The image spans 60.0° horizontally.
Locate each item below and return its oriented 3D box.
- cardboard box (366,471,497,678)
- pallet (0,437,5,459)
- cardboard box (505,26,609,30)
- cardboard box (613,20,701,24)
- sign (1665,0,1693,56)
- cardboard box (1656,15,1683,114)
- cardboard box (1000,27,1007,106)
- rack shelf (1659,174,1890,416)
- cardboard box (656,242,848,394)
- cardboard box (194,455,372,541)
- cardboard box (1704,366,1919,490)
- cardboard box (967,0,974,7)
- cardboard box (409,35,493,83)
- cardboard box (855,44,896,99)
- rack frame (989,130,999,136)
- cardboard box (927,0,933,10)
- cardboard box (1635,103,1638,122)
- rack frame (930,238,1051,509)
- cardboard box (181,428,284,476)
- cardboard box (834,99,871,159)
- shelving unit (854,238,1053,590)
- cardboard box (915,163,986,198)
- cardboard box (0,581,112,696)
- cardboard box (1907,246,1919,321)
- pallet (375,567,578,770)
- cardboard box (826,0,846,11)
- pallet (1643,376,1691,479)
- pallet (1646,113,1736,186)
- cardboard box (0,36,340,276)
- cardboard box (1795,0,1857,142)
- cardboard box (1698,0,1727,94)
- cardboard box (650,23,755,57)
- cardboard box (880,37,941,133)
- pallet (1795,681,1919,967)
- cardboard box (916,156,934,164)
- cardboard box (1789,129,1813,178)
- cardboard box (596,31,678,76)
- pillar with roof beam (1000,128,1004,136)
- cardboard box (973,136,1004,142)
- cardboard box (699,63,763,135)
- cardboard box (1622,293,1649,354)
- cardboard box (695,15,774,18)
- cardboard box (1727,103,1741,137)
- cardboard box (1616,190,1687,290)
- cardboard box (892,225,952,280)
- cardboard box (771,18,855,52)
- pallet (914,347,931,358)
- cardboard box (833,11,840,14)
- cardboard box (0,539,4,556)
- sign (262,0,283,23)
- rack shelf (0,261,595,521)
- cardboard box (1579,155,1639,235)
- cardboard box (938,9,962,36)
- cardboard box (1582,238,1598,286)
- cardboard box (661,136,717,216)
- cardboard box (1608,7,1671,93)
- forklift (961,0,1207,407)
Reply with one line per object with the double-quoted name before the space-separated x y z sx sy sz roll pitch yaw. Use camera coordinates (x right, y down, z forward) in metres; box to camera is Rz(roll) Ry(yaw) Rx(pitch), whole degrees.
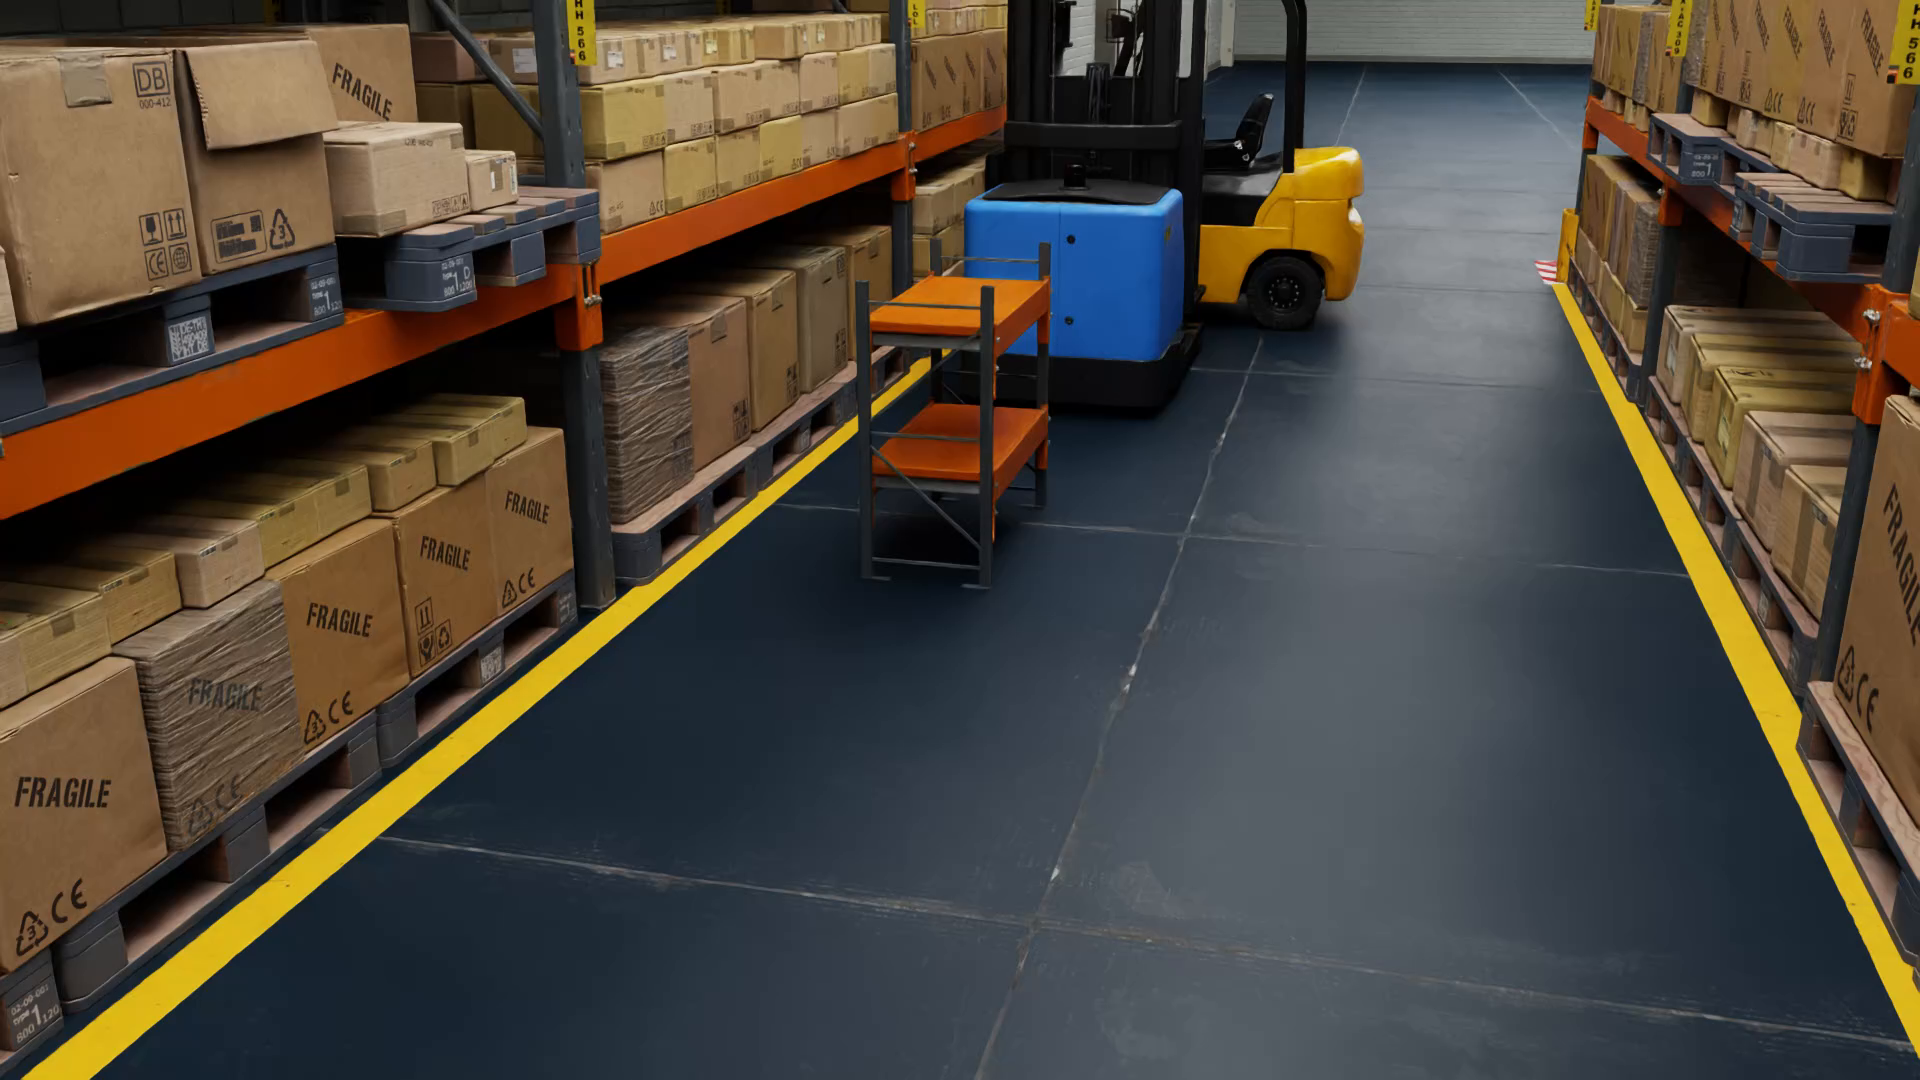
"cardboard box" -1.773 0.072 5.054 0.500 0.500 0.500 4 19 13
"pallet" -2.422 -0.115 2.681 1.003 0.211 1.213 5 19 13
"cardboard box" -1.653 -2.016 6.790 0.380 0.149 0.250 5 19 13
"cardboard box" -1.425 -2.337 7.732 0.380 0.149 0.250 5 19 13
"sign" 3.518 -2.531 8.118 0.100 0.325 0.005 5 19 13
"cardboard box" 3.913 -2.428 8.540 0.500 0.500 0.500 4 19 12
"cardboard box" 0.083 -3.275 11.481 0.500 0.500 0.500 4 19 12
"rack shelf" 3.557 -1.114 6.420 1.077 0.370 4.000 5 19 13
"cardboard box" -1.082 -1.140 8.408 0.875 0.625 0.625 4 19 13
"cardboard box" -1.873 -0.120 4.612 0.380 0.149 0.250 5 20 15
"cardboard box" 3.580 -0.428 6.715 0.950 0.372 0.625 5 20 15
"cardboard box" -0.121 -3.533 10.772 0.380 0.149 0.250 5 19 14
"cardboard box" -1.862 -1.690 5.837 0.380 0.149 0.250 5 20 15
"cardboard box" -0.640 -2.463 8.717 0.500 0.250 0.500 4 19 12
"rack frame" 0.209 -3.725 12.954 1.000 3.000 0.127 5 19 13
"cardboard box" -0.373 -3.213 9.835 0.380 0.149 0.250 4 19 12
"cardboard box" 4.165 -2.483 9.706 0.380 0.149 0.250 4 19 12
"rack frame" 0.123 -0.690 6.966 0.500 1.125 0.032 5 19 13
"cardboard box" -2.249 -0.237 4.953 0.380 0.149 0.250 5 19 14
"cardboard box" -0.755 -2.064 8.322 0.500 0.250 0.500 5 19 13
"shelving unit" -0.002 -0.530 6.500 0.538 1.125 1.048 5 19 13
"cardboard box" -0.101 -2.286 10.796 0.500 0.250 0.500 5 20 15
"cardboard box" -2.119 0.207 3.654 0.380 0.149 0.250 5 20 15
"cardboard box" 2.705 -0.623 4.102 0.500 0.250 0.500 4 19 12
"pallet" -1.965 0.333 5.387 1.003 0.211 1.213 5 19 13
"cardboard box" -0.882 -3.166 9.698 0.380 0.149 0.250 4 19 12
"pallet" 3.857 -0.517 7.875 1.003 0.211 1.213 5 19 13
"pallet" 3.718 -1.762 7.503 1.003 0.211 1.213 5 19 13
"cardboard box" -1.965 -0.939 3.988 0.797 0.503 0.637 4 19 12
"cardboard box" 3.026 -1.541 5.295 0.500 0.500 0.500 4 19 13
"cardboard box" 3.531 -2.186 7.183 0.500 0.500 0.500 5 19 14
"cardboard box" -1.107 -2.143 7.164 0.380 0.149 0.250 5 19 13
"cardboard box" -0.407 -2.638 9.614 0.500 0.500 0.500 4 19 12
"pallet" 2.803 0.734 4.213 1.003 0.211 1.213 5 19 13
"cardboard box" -0.475 -2.488 11.387 0.500 0.250 0.500 4 19 12
"cardboard box" 3.003 -1.279 5.530 0.380 0.149 0.250 4 19 11
"cardboard box" -1.280 -1.815 6.203 0.380 0.149 0.250 5 20 15
"pillar with roof beam" 4.805 -7.958 16.064 9.100 9.000 0.400 5 19 13
"cardboard box" 0.399 -2.927 12.674 0.500 0.250 0.500 5 20 15
"cardboard box" -1.131 -1.823 6.842 0.500 0.250 0.500 4 19 12
"cardboard box" 3.930 -1.185 9.120 0.500 0.250 0.500 6 20 16
"cardboard box" -1.179 -2.653 8.656 0.380 0.149 0.250 4 19 12
"cardboard box" 3.436 -1.763 6.947 0.380 0.149 0.250 5 19 14
"cardboard box" 4.053 -1.700 9.467 0.500 0.500 0.500 5 19 14
"cardboard box" -0.351 -1.733 9.952 0.500 0.250 0.500 5 19 13
"cardboard box" -0.729 -2.454 8.072 0.380 0.149 0.250 4 19 12
"pallet" -0.533 -1.398 10.454 1.003 0.211 1.213 5 19 13
"cardboard box" -0.911 -3.028 9.755 0.380 0.149 0.250 4 19 12
"cardboard box" -2.547 0.089 4.001 0.380 0.149 0.250 4 19 11
"sign" -2.285 -1.809 5.551 0.100 0.325 0.005 5 19 13
"rack shelf" -2.234 -0.251 3.894 1.077 0.370 4.000 5 19 13
"cardboard box" 4.553 -2.349 11.367 0.500 0.500 0.500 4 19 12
"cardboard box" -0.205 -3.142 10.087 0.380 0.149 0.250 5 20 15
"cardboard box" 4.426 -1.842 11.043 0.500 0.250 0.500 5 20 15
"cardboard box" -1.273 -1.424 6.448 0.500 0.250 0.500 4 19 12
"cardboard box" 4.392 -3.074 10.431 0.500 0.500 0.500 4 19 12
"forklift" 0.860 -2.499 9.470 1.130 2.935 3.031 5 19 13
